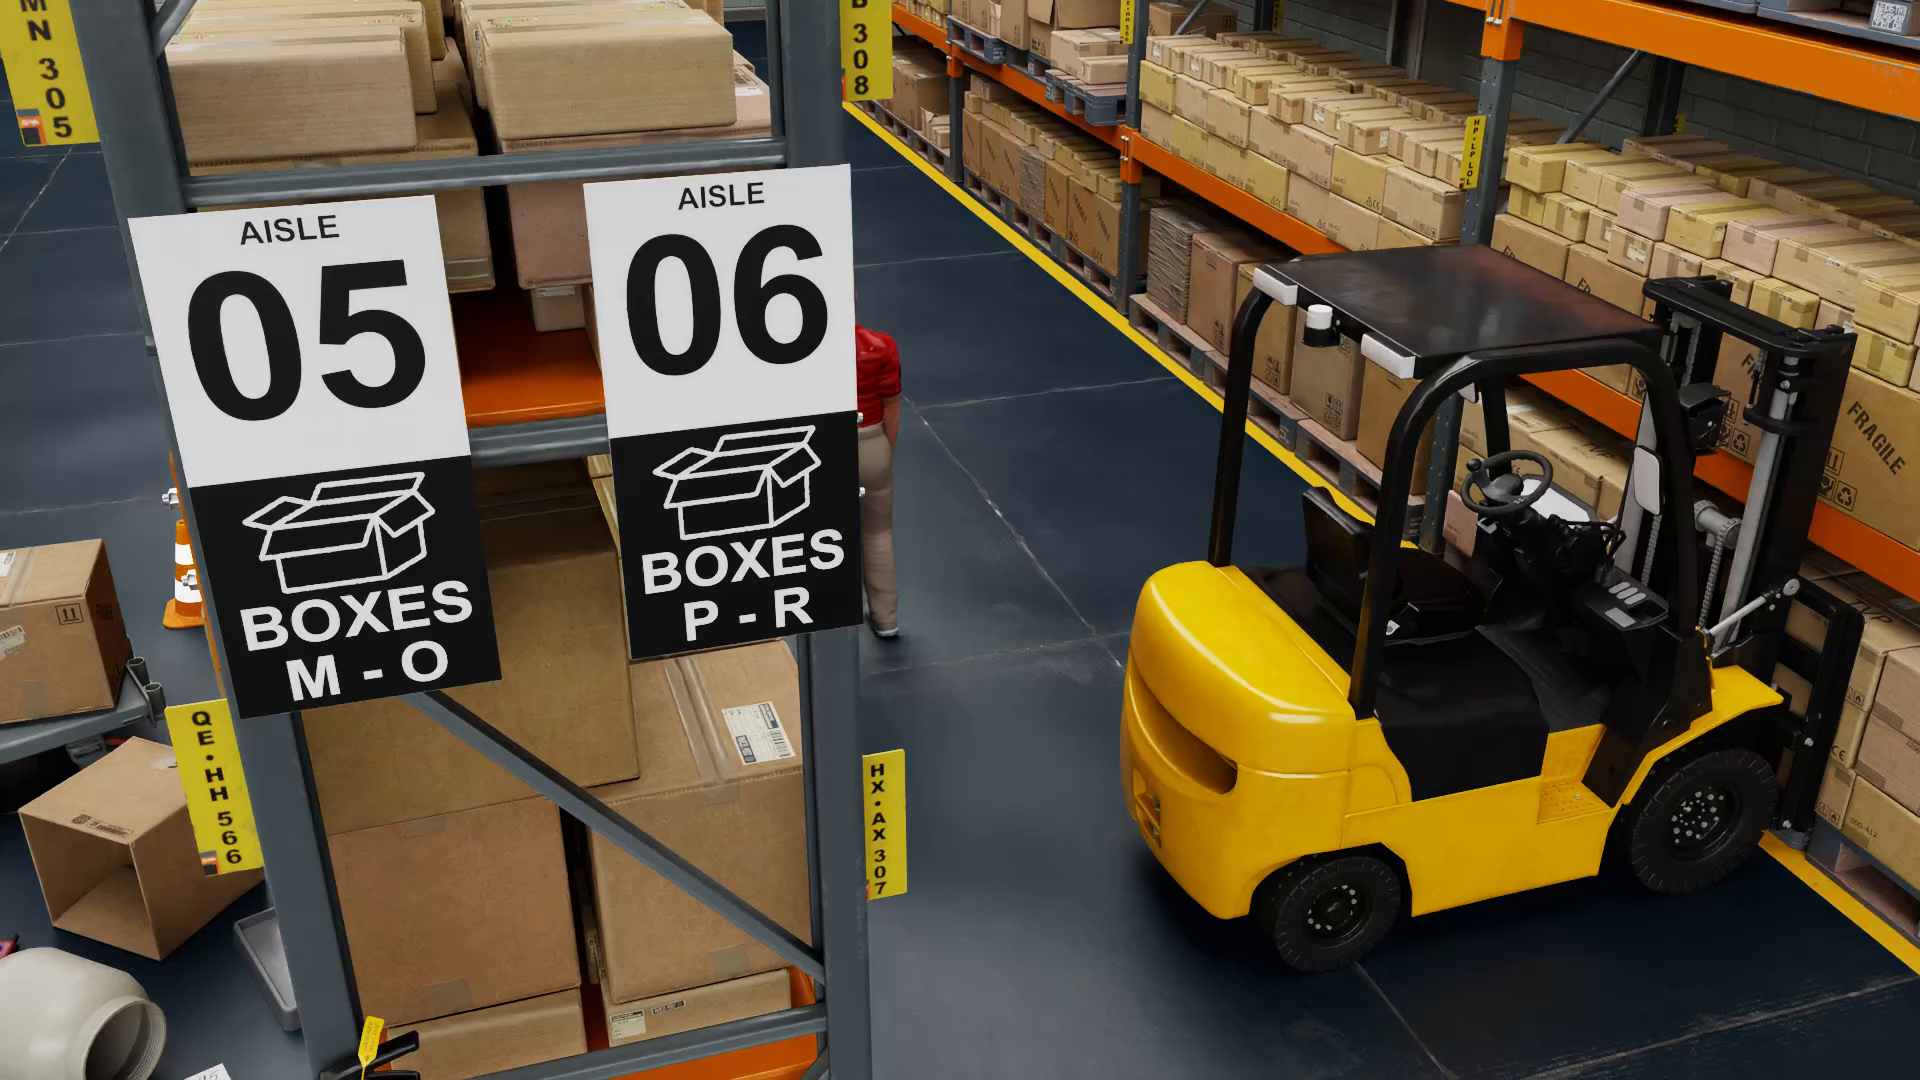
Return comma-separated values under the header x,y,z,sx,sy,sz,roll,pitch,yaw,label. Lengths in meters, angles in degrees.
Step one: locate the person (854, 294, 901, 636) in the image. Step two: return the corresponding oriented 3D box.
x,y,z,sx,sy,sz,roll,pitch,yaw,label
-0.531,-0.353,7.372,0.529,1.727,0.359,-9,27,-17,person
